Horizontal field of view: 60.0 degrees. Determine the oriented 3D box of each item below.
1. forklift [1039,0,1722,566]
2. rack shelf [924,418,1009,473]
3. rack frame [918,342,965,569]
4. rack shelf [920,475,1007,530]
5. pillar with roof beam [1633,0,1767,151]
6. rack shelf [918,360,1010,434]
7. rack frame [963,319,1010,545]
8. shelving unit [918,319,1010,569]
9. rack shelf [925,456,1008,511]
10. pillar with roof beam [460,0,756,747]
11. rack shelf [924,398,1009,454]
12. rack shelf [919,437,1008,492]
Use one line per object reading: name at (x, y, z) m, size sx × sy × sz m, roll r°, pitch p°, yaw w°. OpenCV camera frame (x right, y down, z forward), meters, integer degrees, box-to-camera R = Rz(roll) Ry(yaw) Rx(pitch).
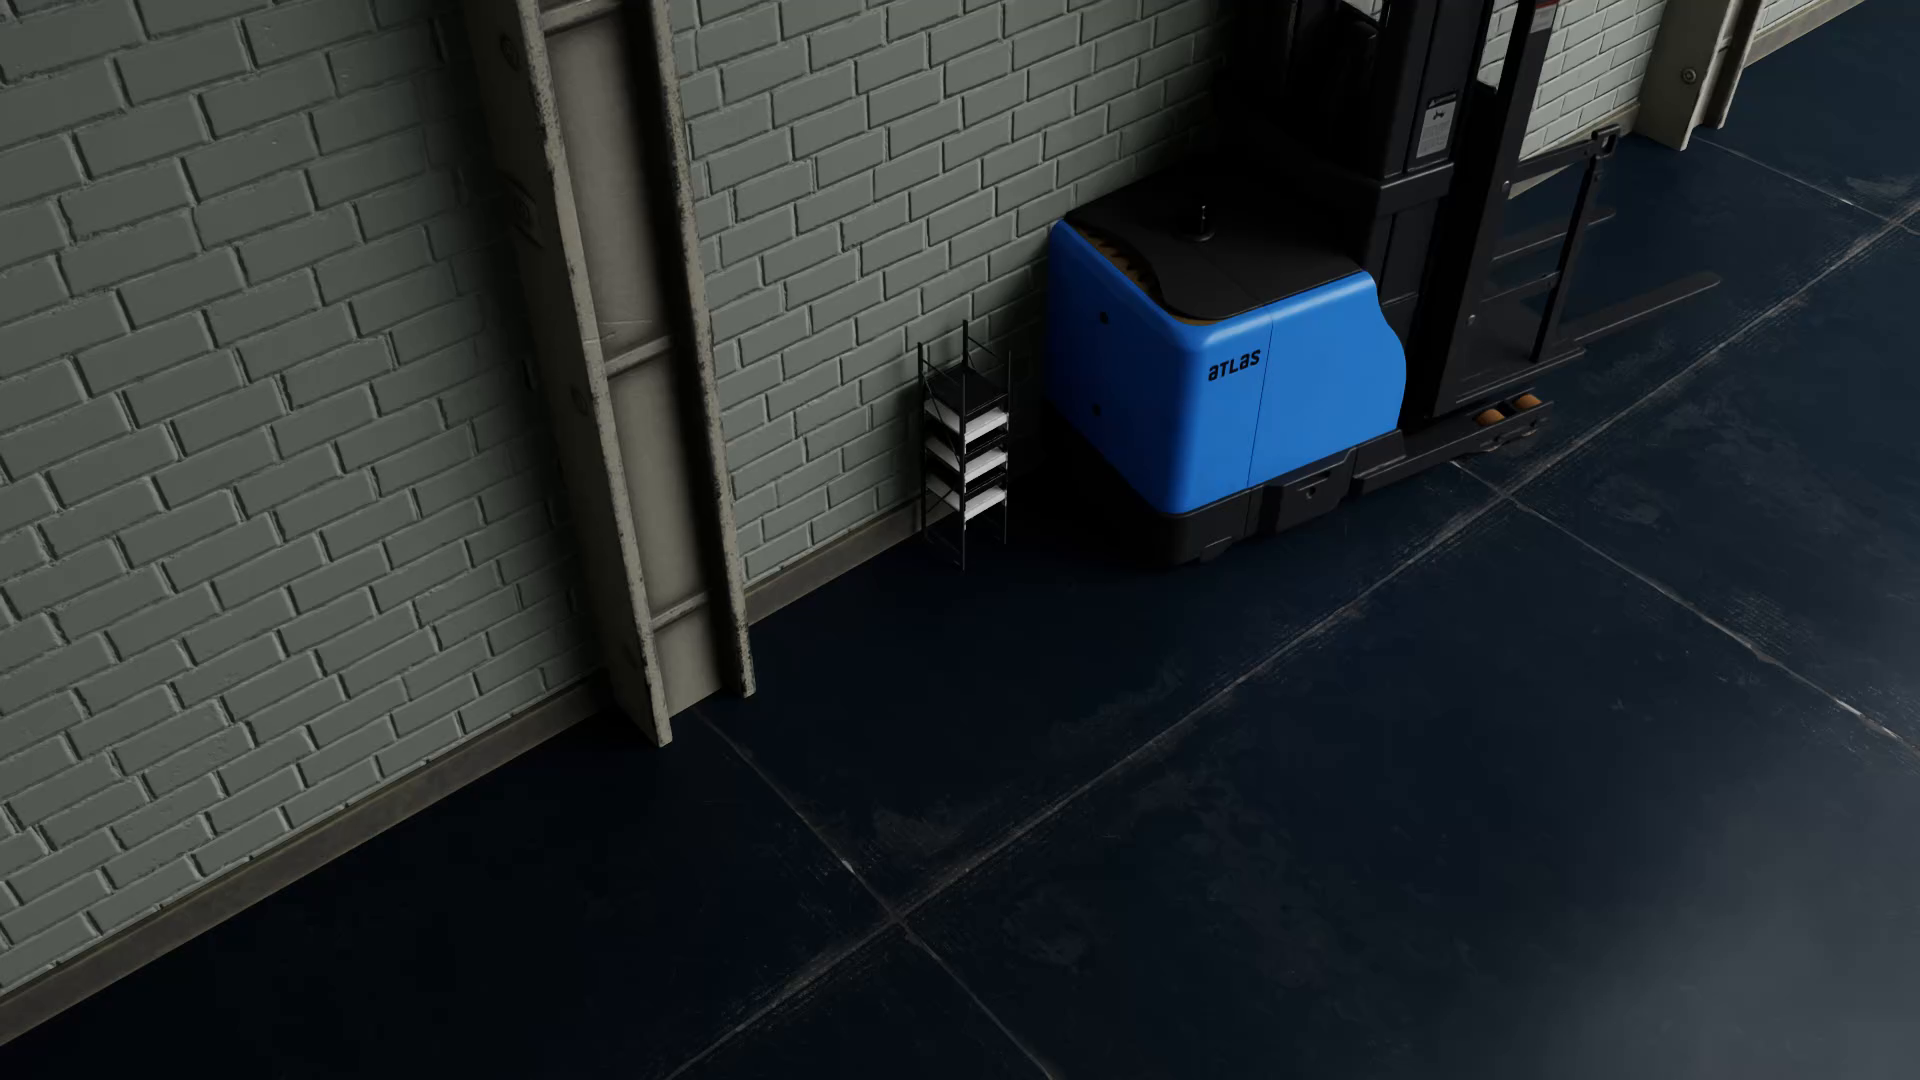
forklift at (1.782, -1.716, 5.936) m, size 3.031 × 2.935 × 1.130 m, roll -21°, pitch 47°, yaw -21°
rack shelf at (0.013, -0.369, 5.903) m, size 0.200 × 0.077 × 0.258 m, roll -30°, pitch 51°, yaw -28°
rack frame at (-0.064, -0.282, 5.893) m, size 0.006 × 0.900 × 0.240 m, roll -30°, pitch 51°, yaw -28°
rack shelf at (0.013, -0.172, 6.088) m, size 0.200 × 0.077 × 0.258 m, roll -30°, pitch 51°, yaw -28°
pillar with roof beam at (6.418, -3.132, 3.012) m, size 0.400 × 9.000 × 9.100 m, roll -30°, pitch 51°, yaw -28°
rack shelf at (0.013, -0.500, 5.779) m, size 0.200 × 0.077 × 0.258 m, roll -30°, pitch 51°, yaw -28°
rack frame at (0.090, -0.373, 5.990) m, size 0.006 × 0.900 × 0.240 m, roll -30°, pitch 51°, yaw -28°
shelving unit at (0.013, -0.328, 5.942) m, size 0.210 × 0.900 × 0.258 m, roll -30°, pitch 51°, yaw -28°
rack shelf at (0.013, -0.238, 6.026) m, size 0.200 × 0.077 × 0.258 m, roll -30°, pitch 51°, yaw -28°
pillar with roof beam at (1.816, -0.497, 0.206) m, size 0.400 × 9.000 × 9.100 m, roll -30°, pitch 51°, yaw -28°
rack shelf at (0.013, -0.435, 5.841) m, size 0.200 × 0.077 × 0.258 m, roll -30°, pitch 51°, yaw -28°
rack shelf at (0.013, -0.303, 5.964) m, size 0.200 × 0.077 × 0.258 m, roll -30°, pitch 51°, yaw -28°
